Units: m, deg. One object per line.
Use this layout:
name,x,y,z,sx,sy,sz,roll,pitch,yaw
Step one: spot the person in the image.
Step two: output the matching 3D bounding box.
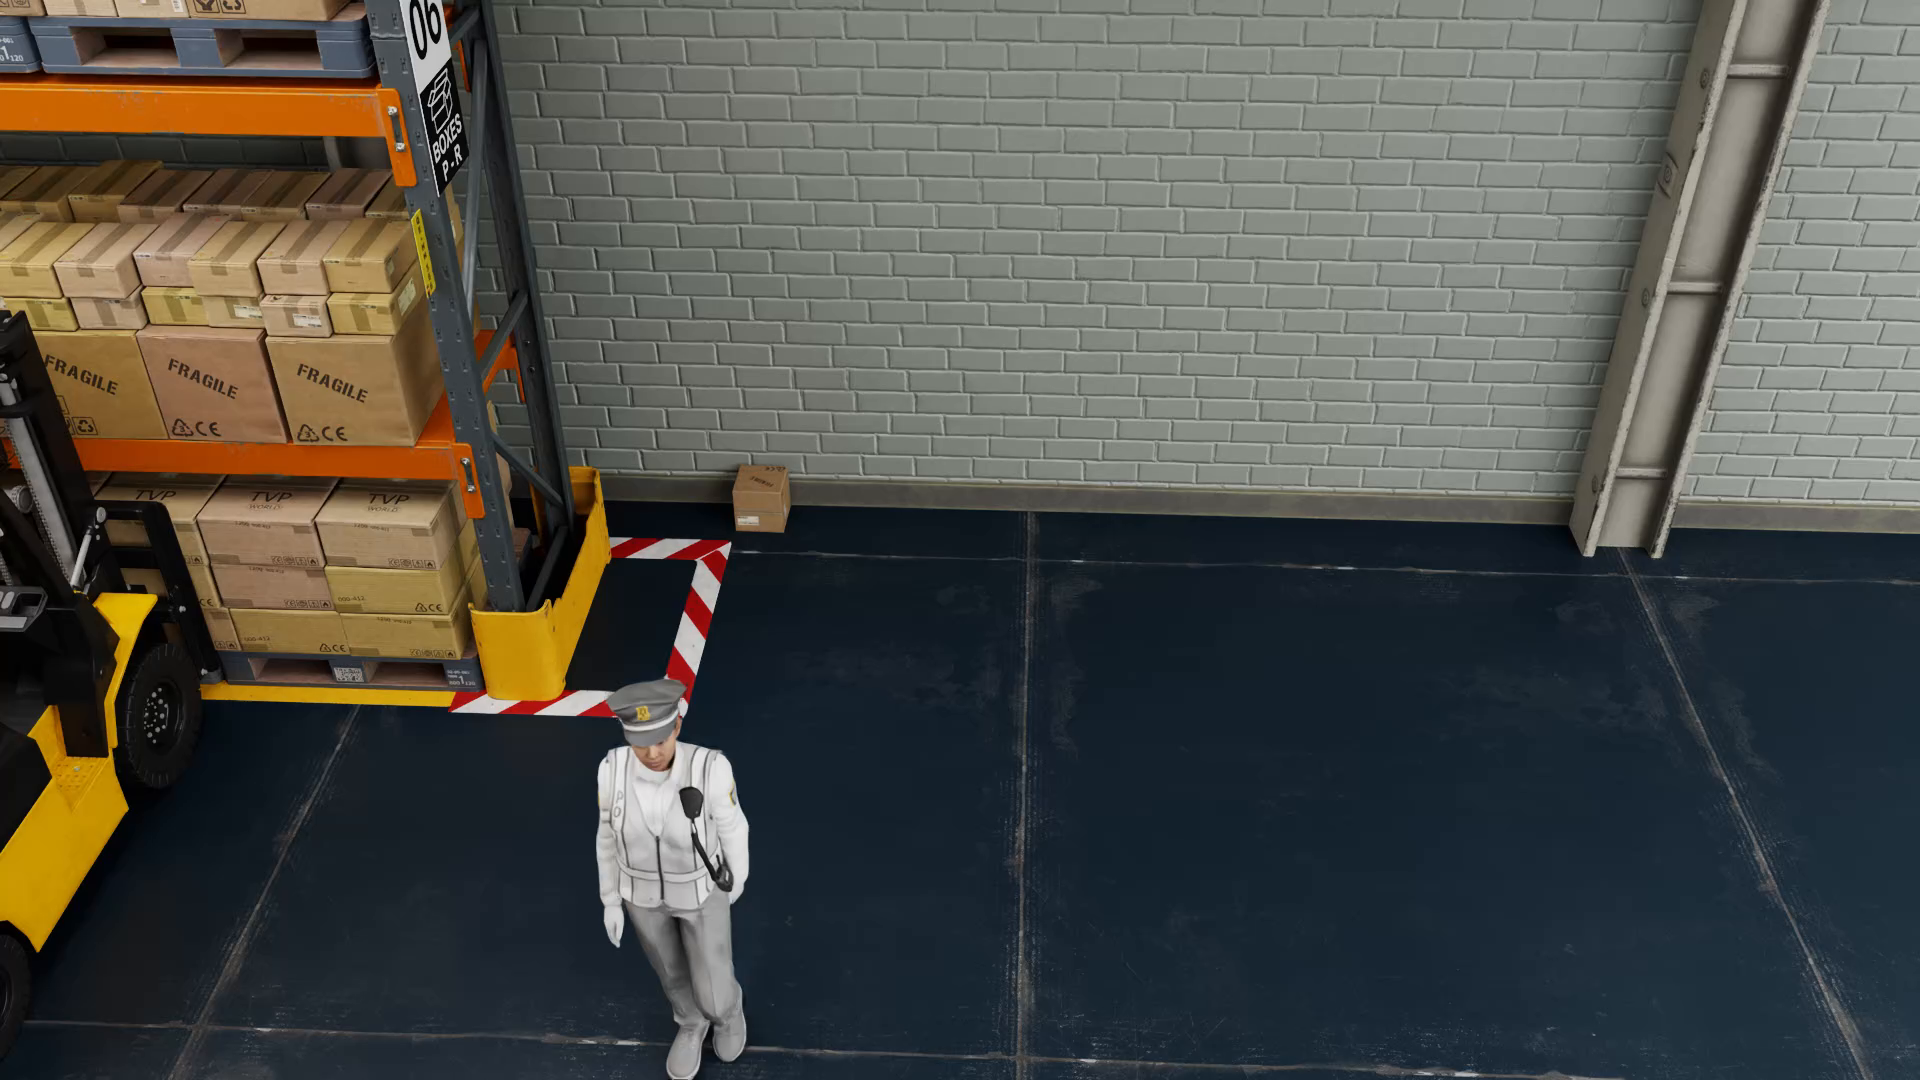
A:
person,-0.936,1.170,5.444,0.484,1.697,0.433,2,36,3
